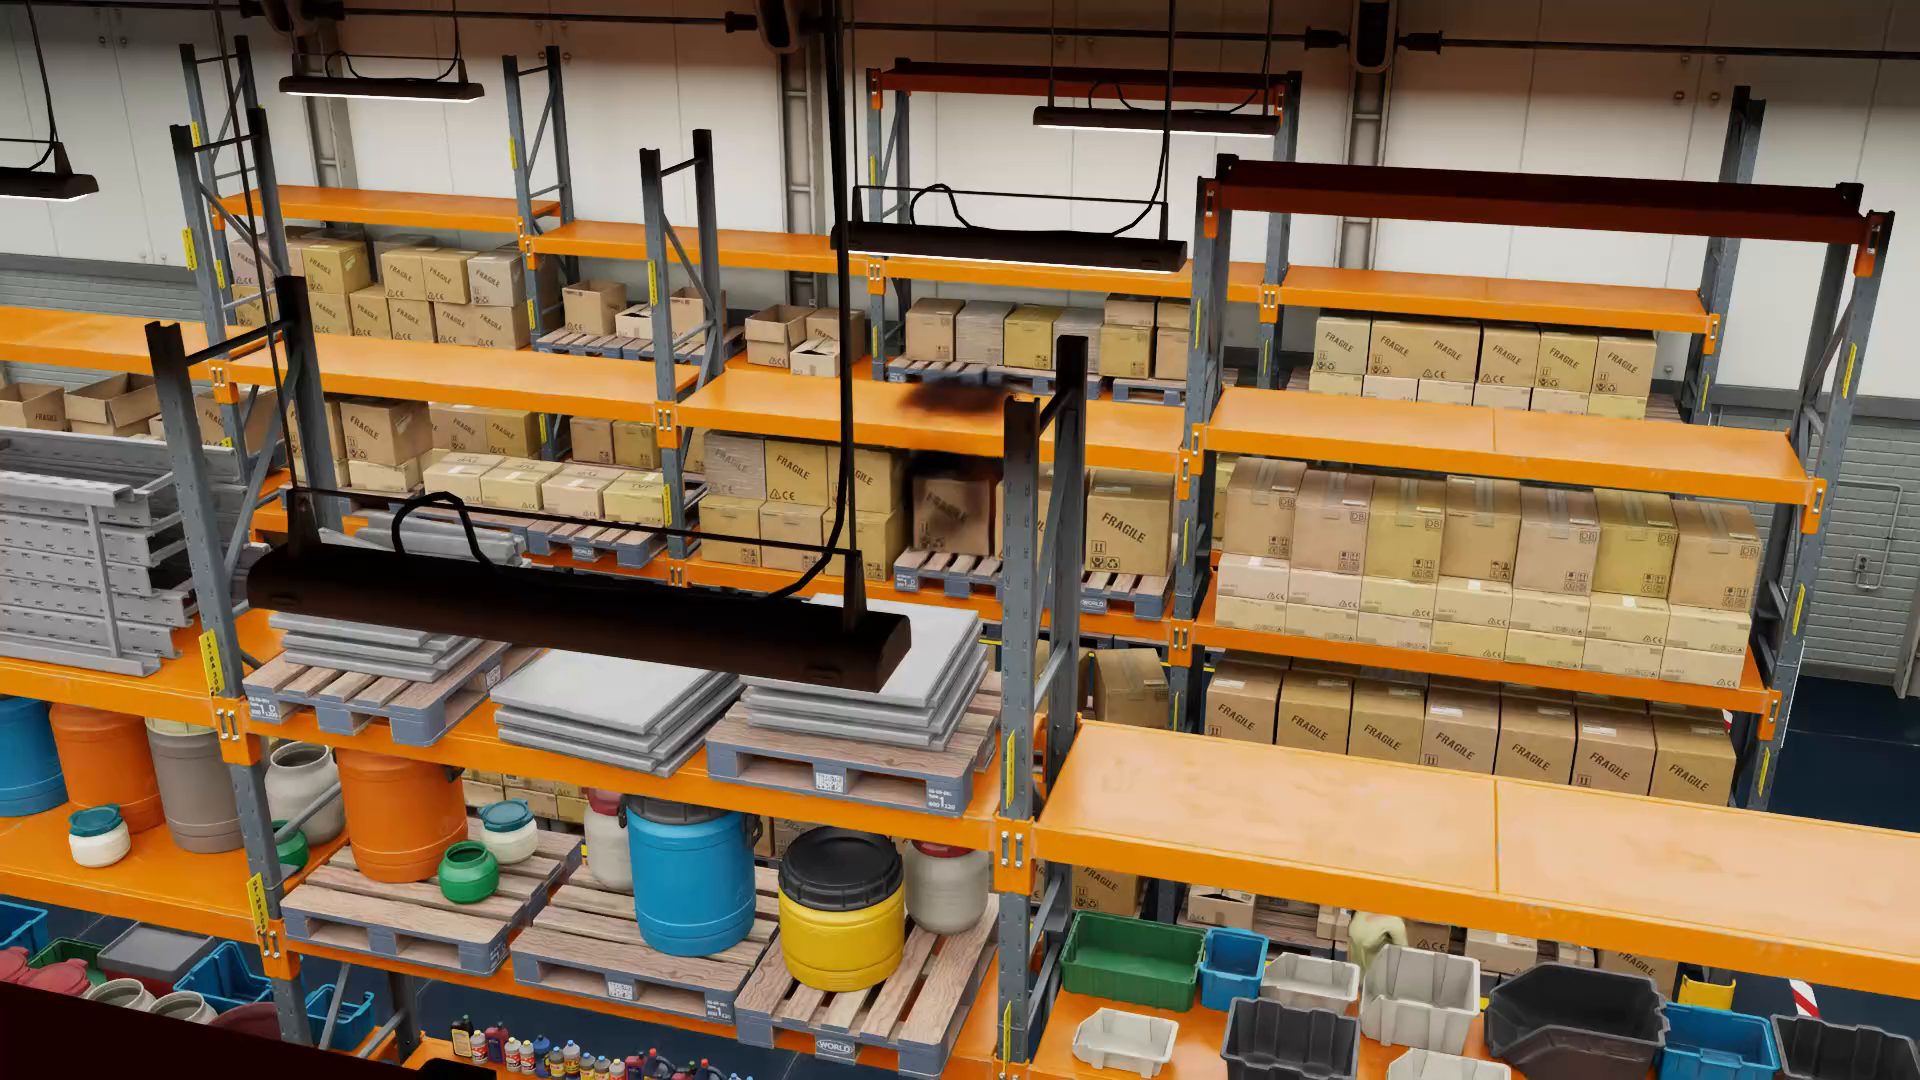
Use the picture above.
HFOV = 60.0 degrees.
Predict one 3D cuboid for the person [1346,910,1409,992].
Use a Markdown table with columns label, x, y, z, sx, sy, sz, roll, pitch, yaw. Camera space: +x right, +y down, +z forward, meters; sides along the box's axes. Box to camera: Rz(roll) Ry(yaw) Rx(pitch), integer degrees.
| label | x | y | z | sx | sy | sz | roll | pitch | yaw |
| --- | --- | --- | --- | --- | --- | --- | --- | --- | --- |
| person | 2.830 | 3.007 | 11.358 | 0.415 | 1.672 | 0.516 | -12 | 25 | -26 |
